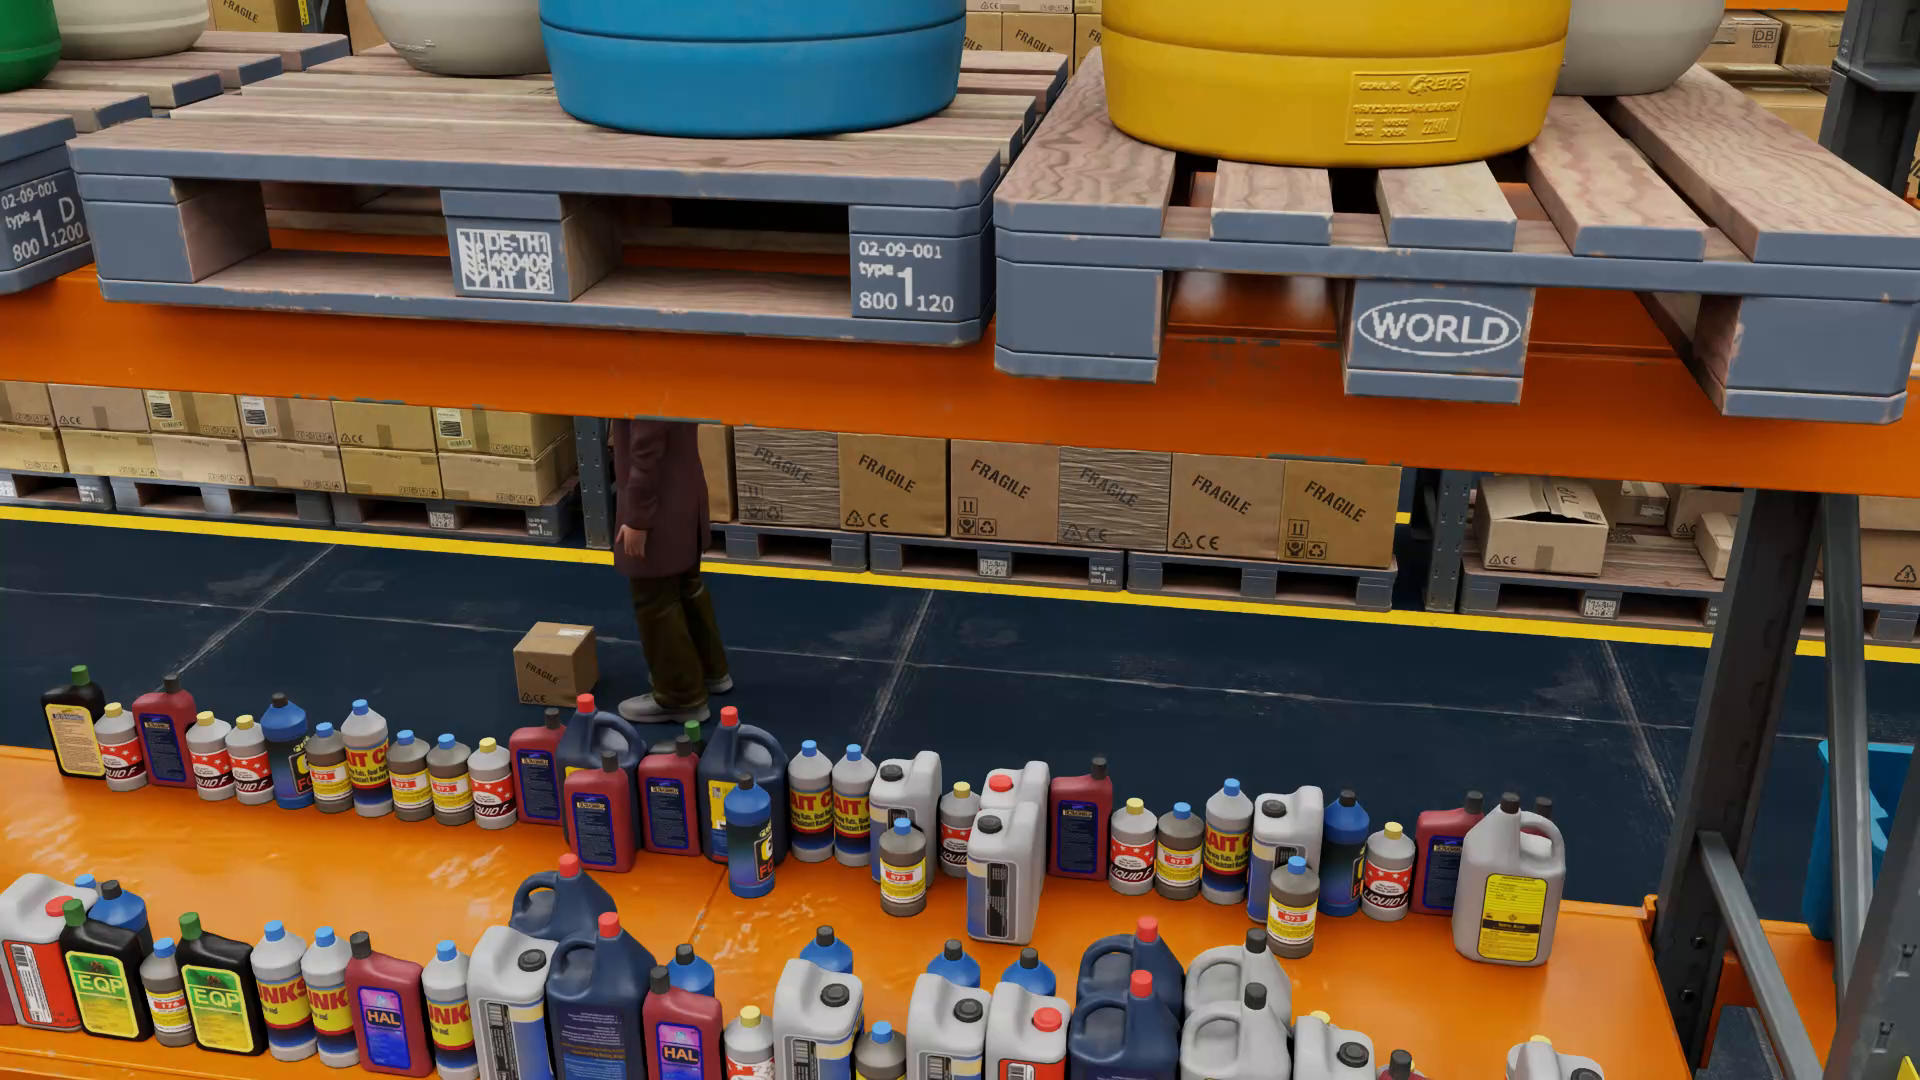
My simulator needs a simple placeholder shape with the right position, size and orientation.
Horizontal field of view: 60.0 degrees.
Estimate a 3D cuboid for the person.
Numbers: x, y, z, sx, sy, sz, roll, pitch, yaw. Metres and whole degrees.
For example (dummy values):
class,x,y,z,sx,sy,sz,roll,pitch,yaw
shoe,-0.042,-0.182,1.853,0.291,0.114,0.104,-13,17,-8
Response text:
class,x,y,z,sx,sy,sz,roll,pitch,yaw
person,-1.161,-0.131,6.423,0.392,1.786,0.563,5,25,10
